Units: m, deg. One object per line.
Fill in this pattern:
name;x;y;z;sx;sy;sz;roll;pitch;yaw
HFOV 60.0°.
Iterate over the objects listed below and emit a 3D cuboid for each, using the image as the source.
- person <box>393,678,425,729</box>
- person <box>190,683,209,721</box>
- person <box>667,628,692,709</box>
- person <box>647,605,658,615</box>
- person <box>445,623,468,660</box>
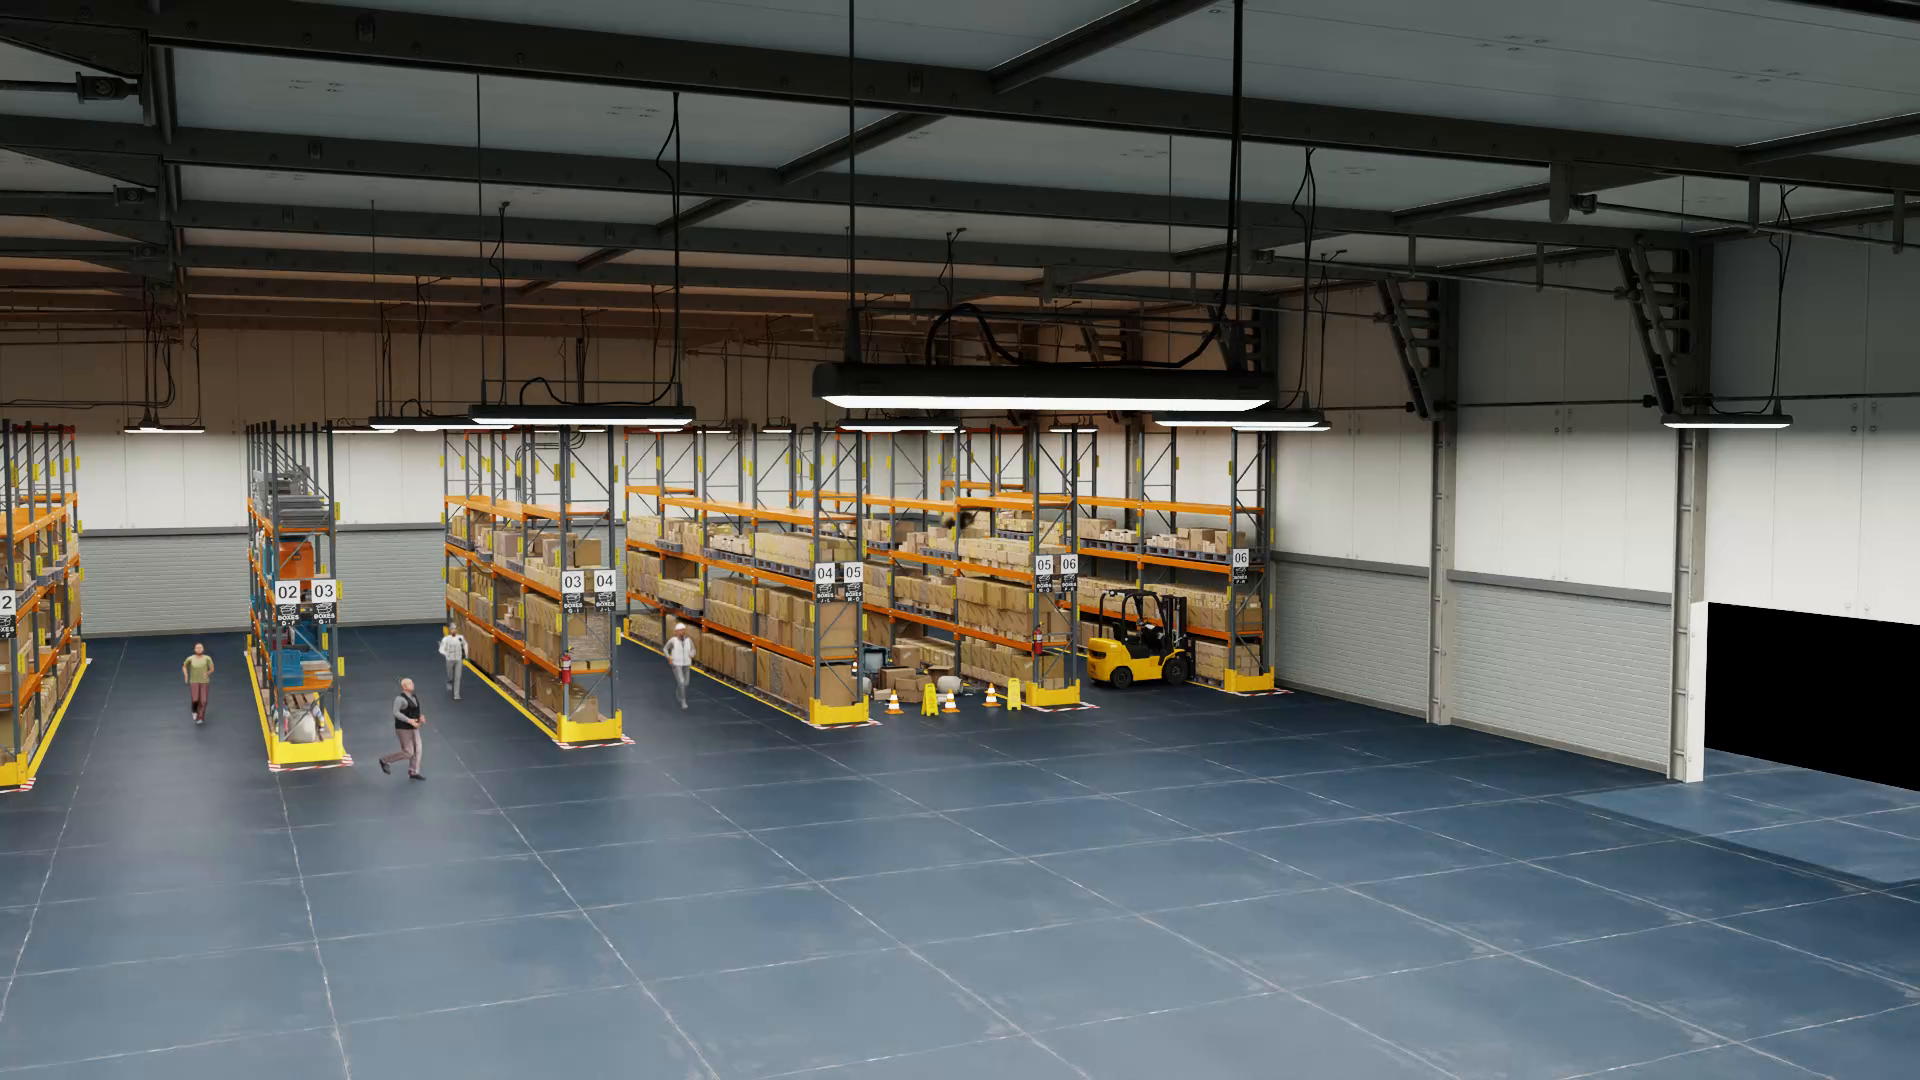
person;-9.159;2.717;27.689;0.462;0.838;0.668;1;4;8
person;-15.067;3.150;32.964;0.348;0.910;0.505;-2;4;-28
person;-5.946;2.667;35.139;0.543;1.727;0.822;-2;4;-32
person;-8.979;1.791;49.139;0.611;1.533;0.650;2;4;26
person;-10.946;2.207;36.152;0.485;0.824;0.495;-2;4;-24
